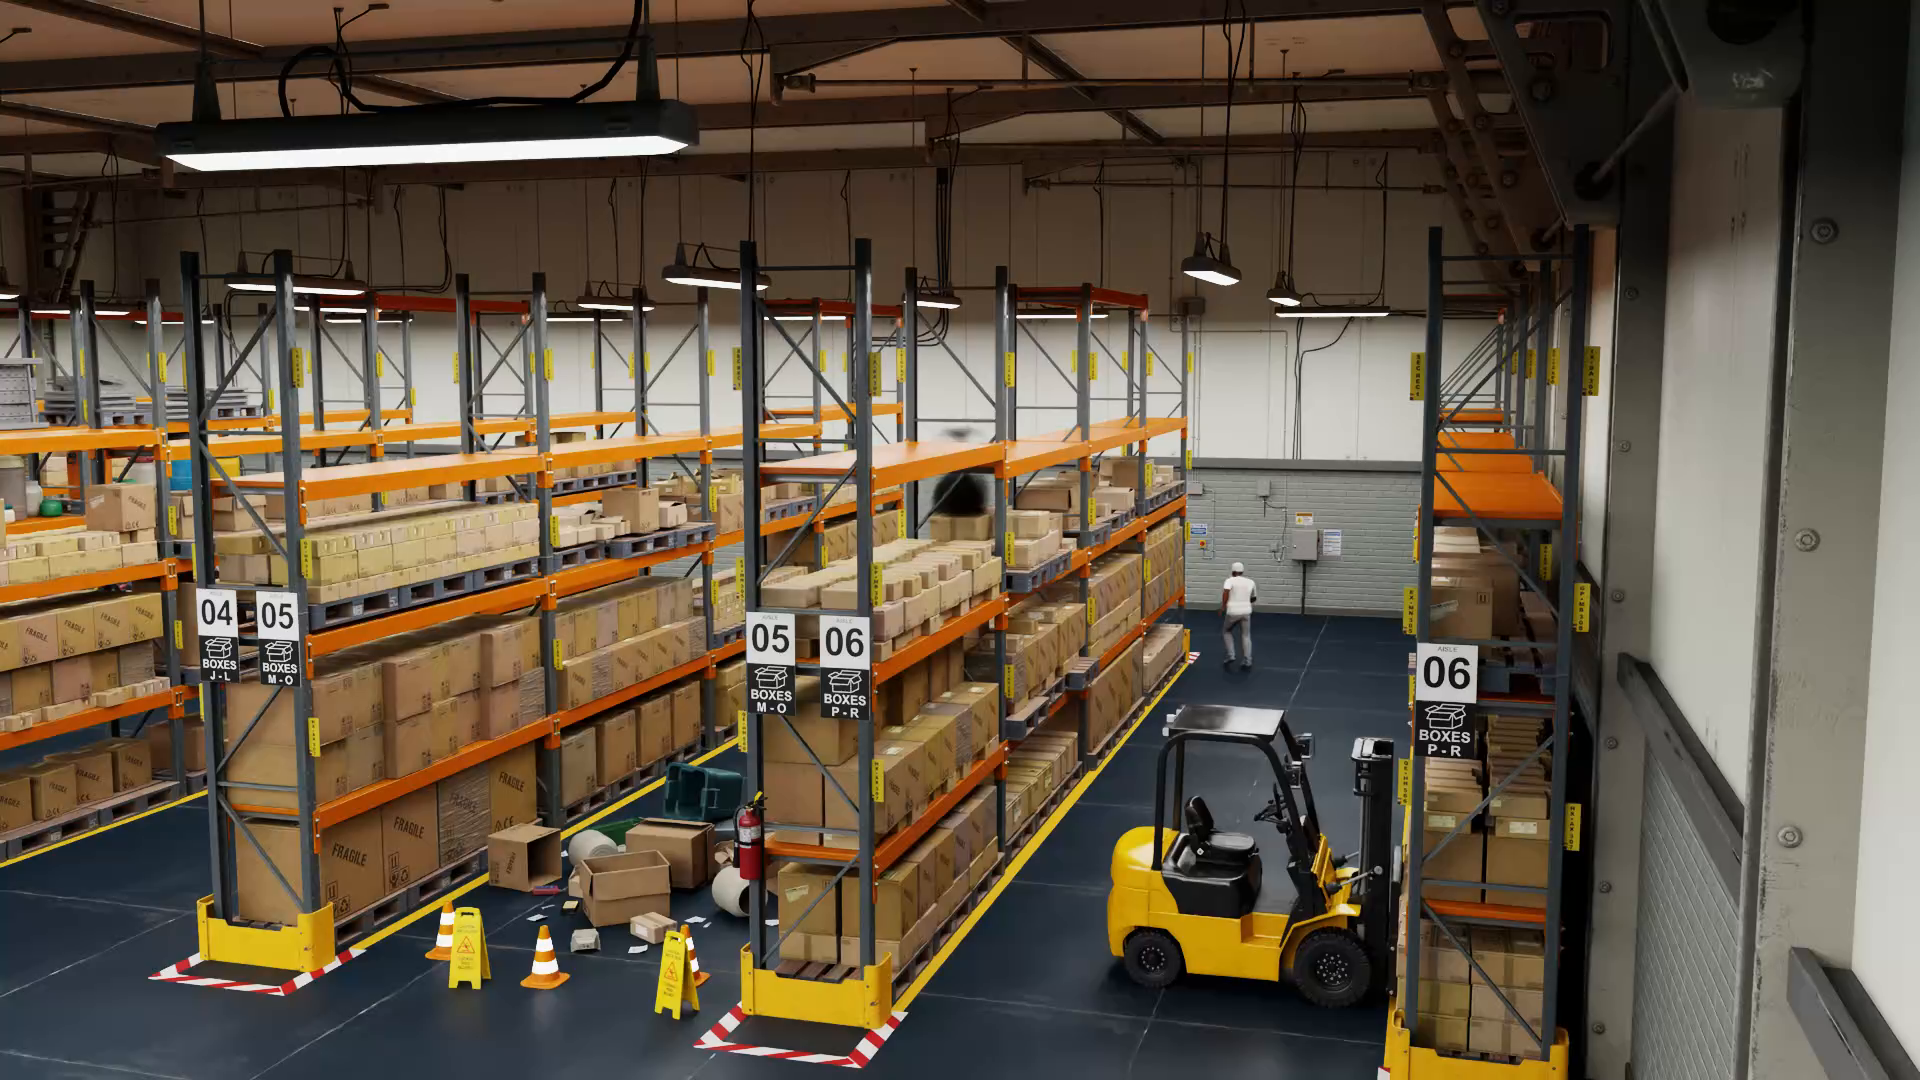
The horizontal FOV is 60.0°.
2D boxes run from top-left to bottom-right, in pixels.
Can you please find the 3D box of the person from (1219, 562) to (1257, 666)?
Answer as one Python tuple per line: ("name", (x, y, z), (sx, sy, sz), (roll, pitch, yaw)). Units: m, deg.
("person", (4.602, 1.253, 27.553), (0.729, 1.738, 0.930), (-1, 6, -9))
